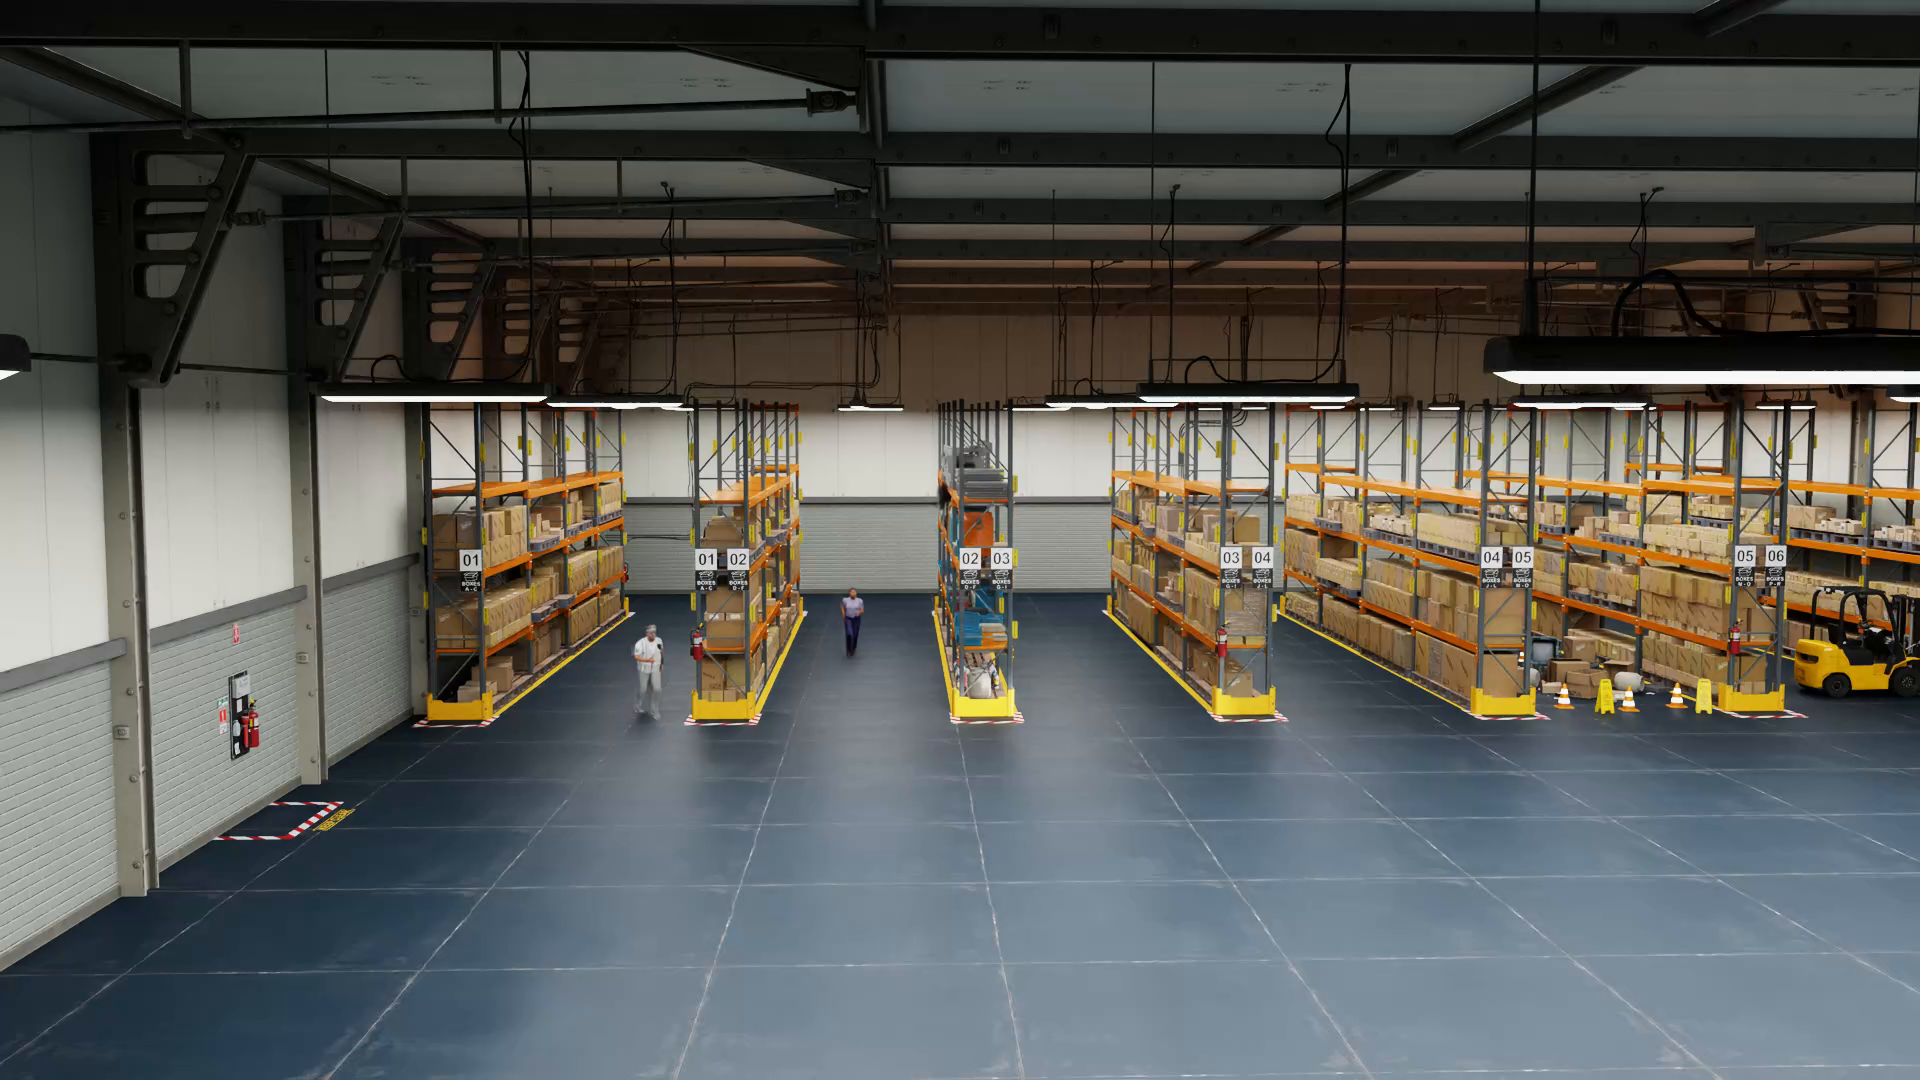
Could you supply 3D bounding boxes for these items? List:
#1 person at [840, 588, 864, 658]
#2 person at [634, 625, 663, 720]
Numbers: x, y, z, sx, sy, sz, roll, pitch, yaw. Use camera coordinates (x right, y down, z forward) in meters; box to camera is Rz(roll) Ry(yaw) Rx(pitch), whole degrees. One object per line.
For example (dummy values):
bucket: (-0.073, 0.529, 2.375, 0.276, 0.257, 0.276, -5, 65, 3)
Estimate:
person: (-2.536, 1.955, 39.268, 0.523, 1.646, 0.797, -1, 4, -13)
person: (-5.859, 2.470, 31.347, 0.611, 1.790, 0.862, -2, 5, -26)
